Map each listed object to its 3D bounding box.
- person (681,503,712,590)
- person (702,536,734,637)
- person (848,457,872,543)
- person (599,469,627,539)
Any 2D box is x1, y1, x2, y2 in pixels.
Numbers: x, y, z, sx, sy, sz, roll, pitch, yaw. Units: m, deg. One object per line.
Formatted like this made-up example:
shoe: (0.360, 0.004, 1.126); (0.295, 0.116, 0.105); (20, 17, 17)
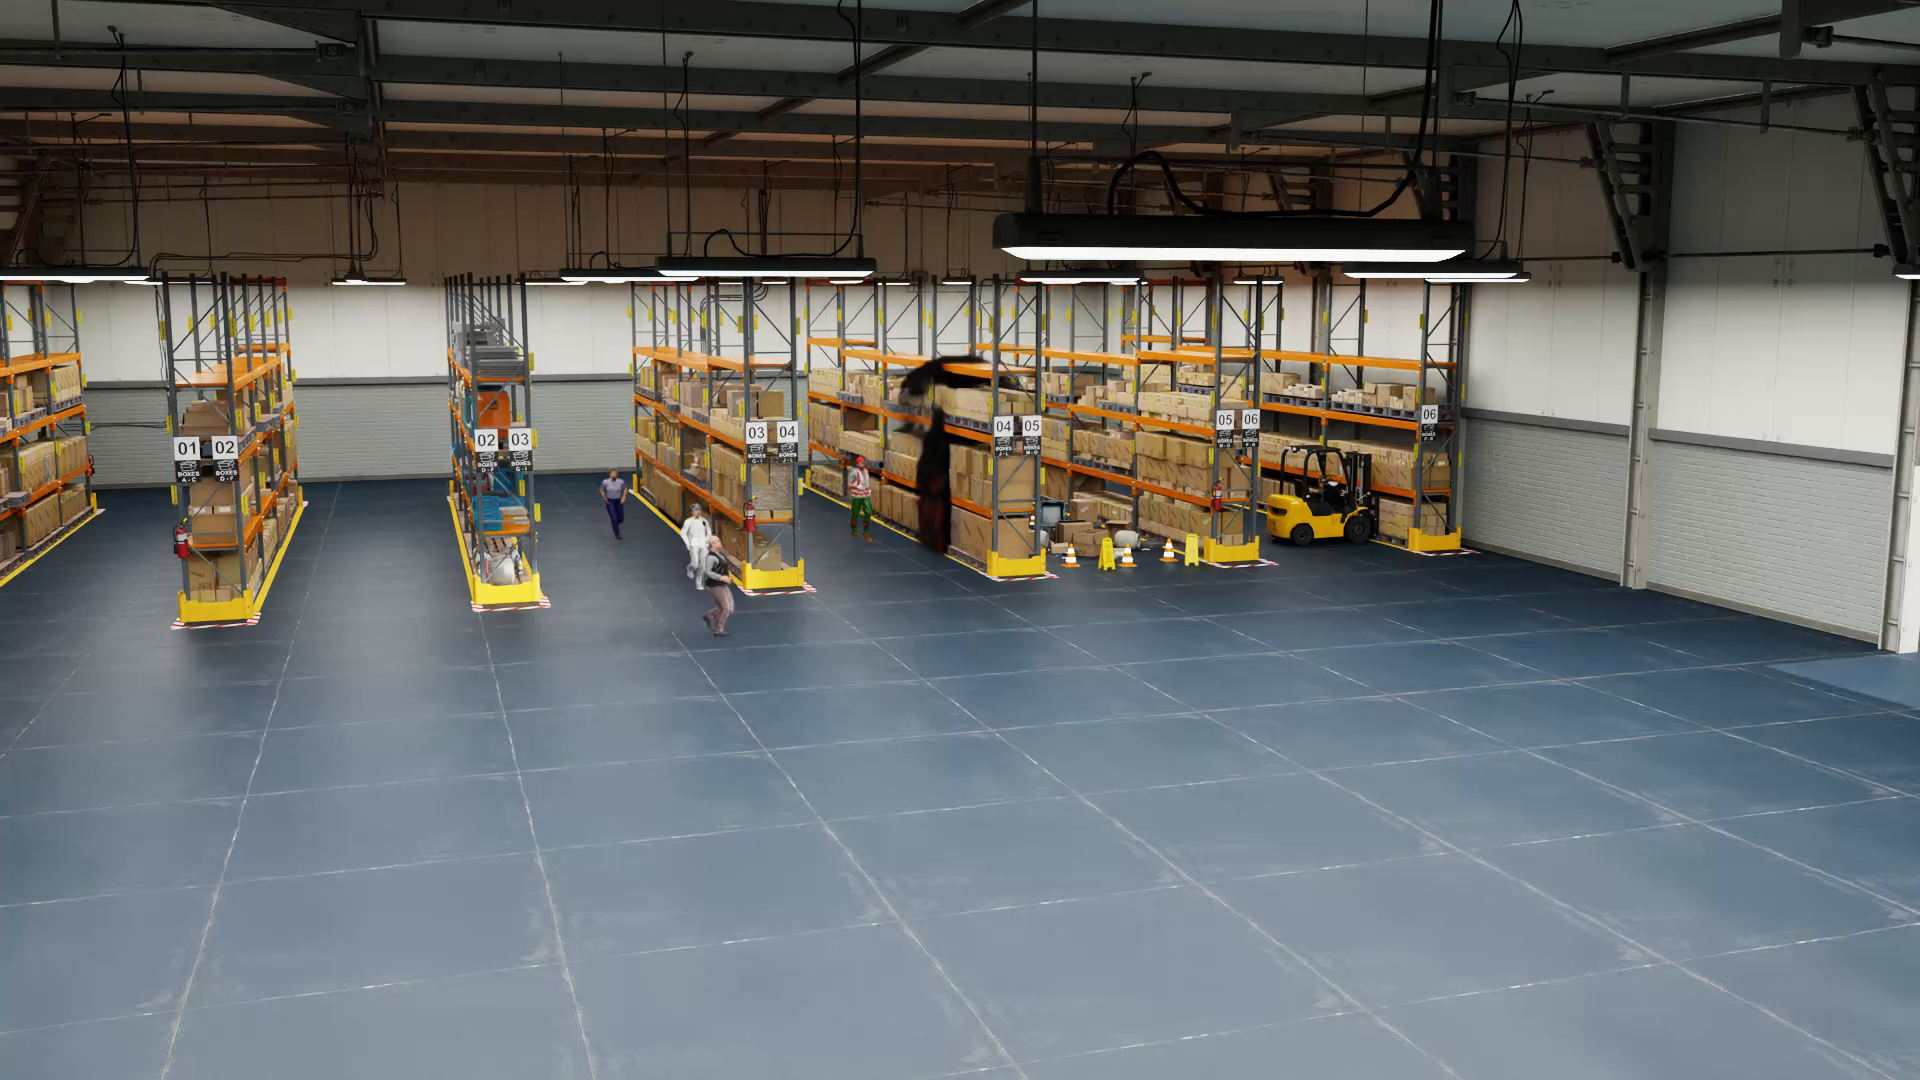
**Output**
person: (-5.067, 0.098, 32.027); (0.614, 1.660, 0.583); (-4, 9, -24)
person: (-4.006, 0.764, 27.489); (0.606, 1.673, 0.656); (1, 9, 8)
person: (-2.159, -0.881, 36.213); (0.636, 1.877, 0.739); (-5, 10, -31)
person: (-7.997, -0.832, 38.416); (0.626, 1.602, 0.621); (-3, 9, -21)
